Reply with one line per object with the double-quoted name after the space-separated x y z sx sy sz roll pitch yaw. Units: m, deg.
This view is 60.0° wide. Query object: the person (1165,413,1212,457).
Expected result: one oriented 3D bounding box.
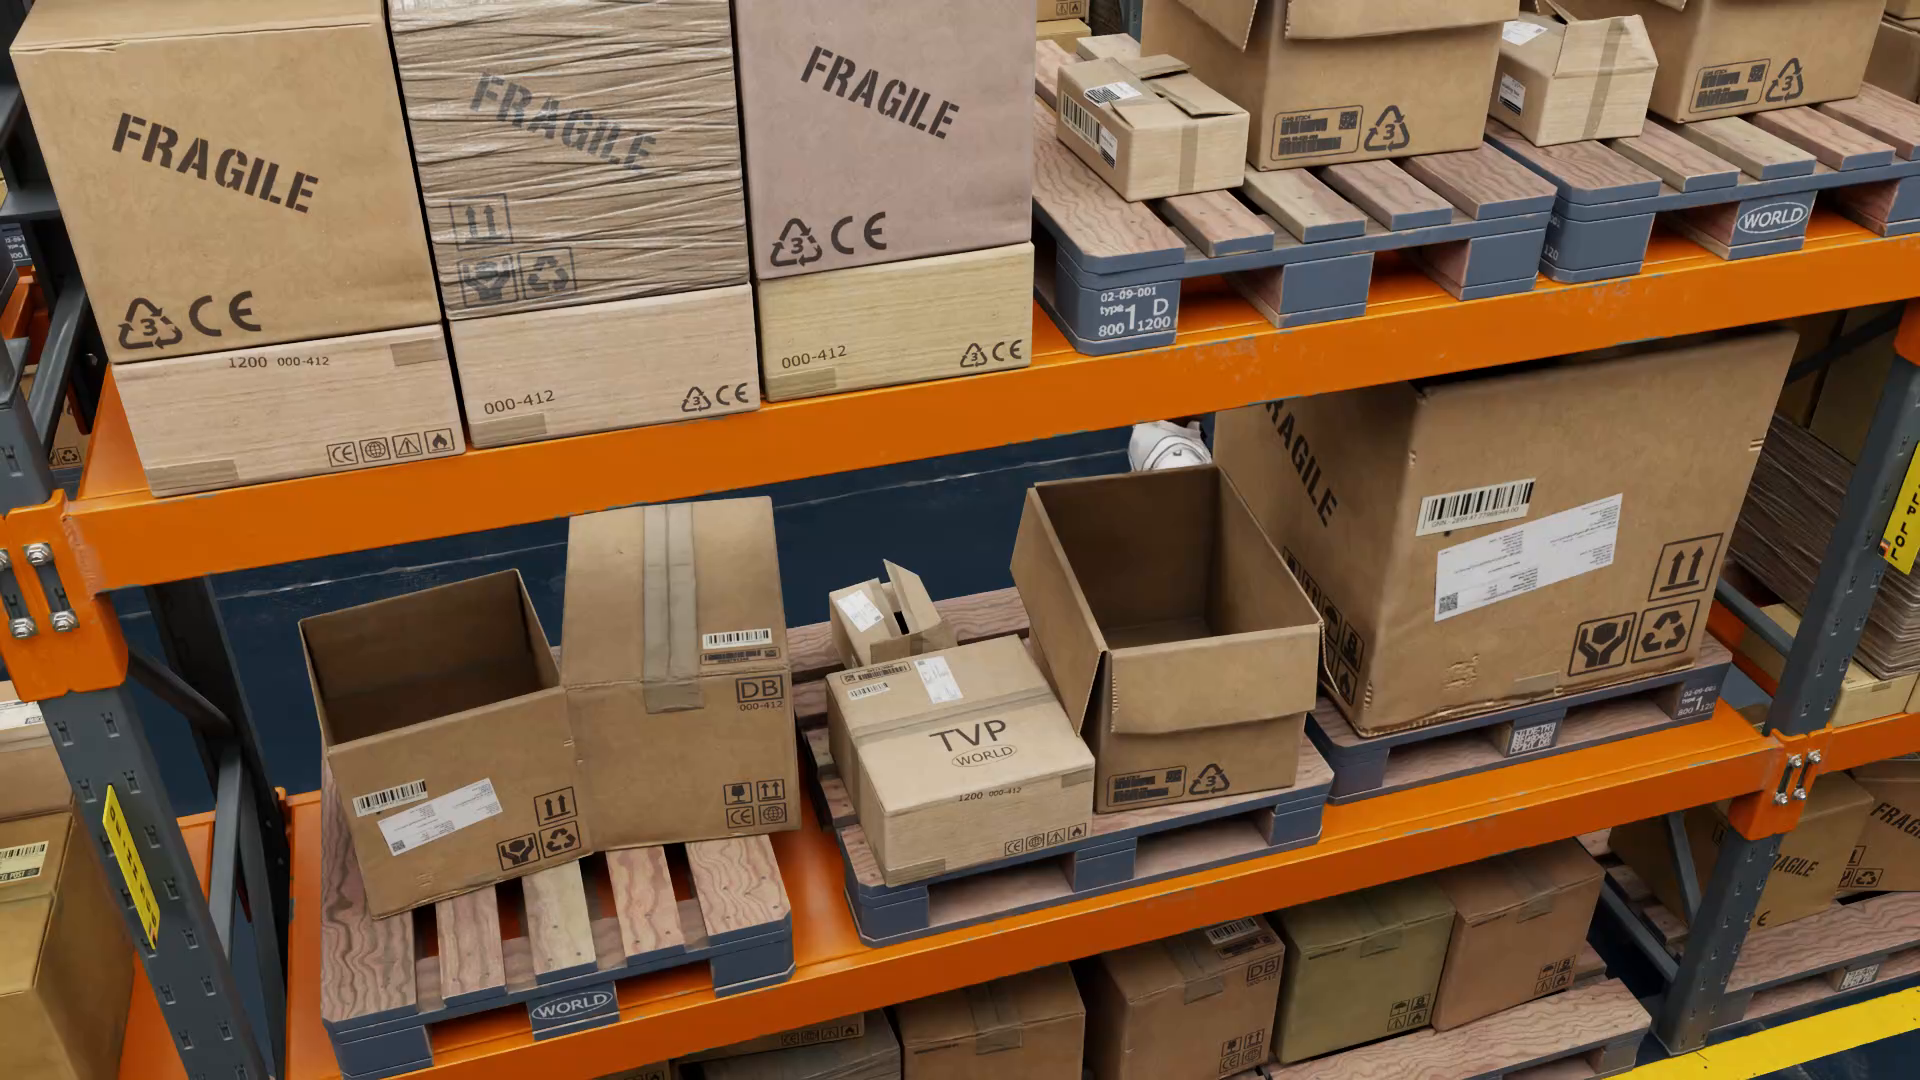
0.837 0.075 6.002 0.571 1.673 0.459 -2 34 -3 "person"
